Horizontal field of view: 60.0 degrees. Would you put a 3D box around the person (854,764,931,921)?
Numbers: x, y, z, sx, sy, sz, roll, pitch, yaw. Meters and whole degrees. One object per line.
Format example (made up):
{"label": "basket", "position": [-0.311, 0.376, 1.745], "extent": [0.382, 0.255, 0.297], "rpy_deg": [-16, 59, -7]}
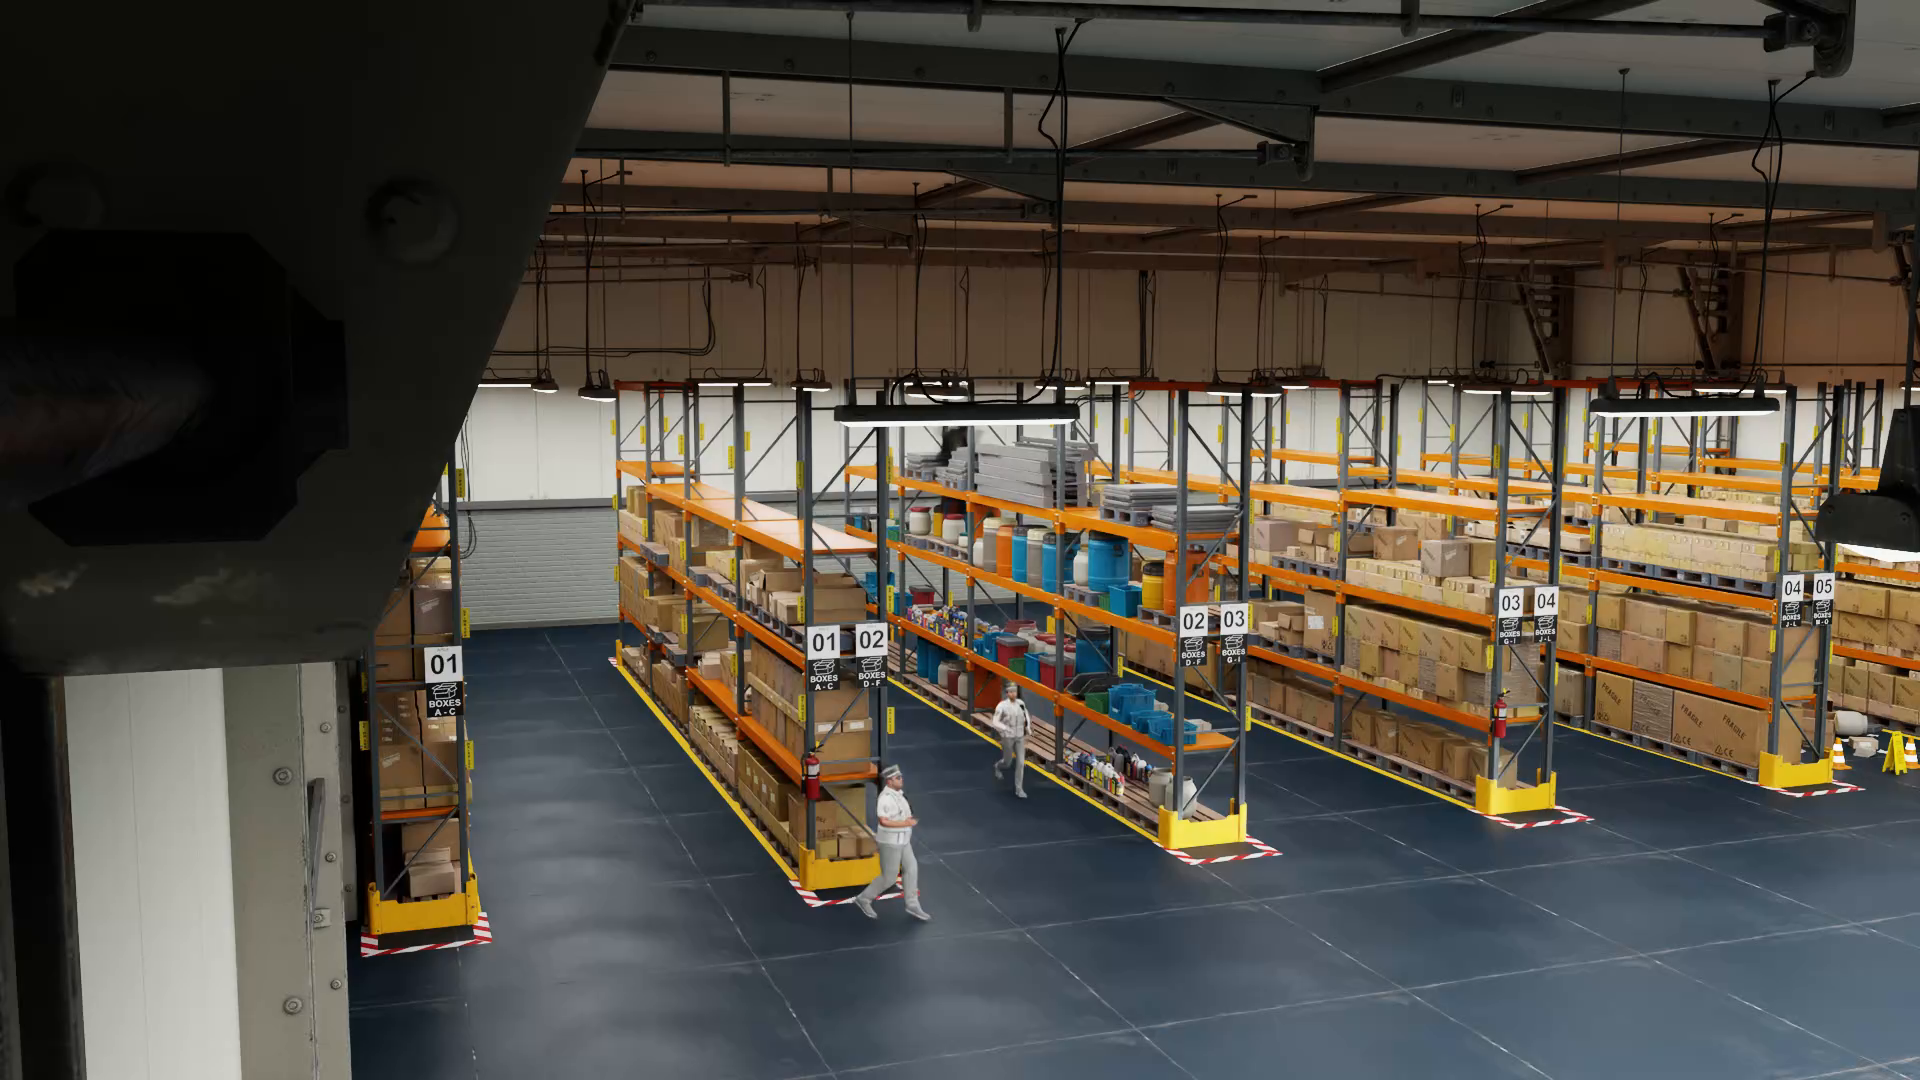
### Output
{"label": "person", "position": [-0.765, 3.449, 18.925], "extent": [0.859, 1.816, 0.666], "rpy_deg": [1, 6, 14]}

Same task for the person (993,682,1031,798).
{"label": "person", "position": [0.790, 2.905, 24.538], "extent": [0.630, 1.661, 0.938], "rpy_deg": [-2, 6, -20]}
